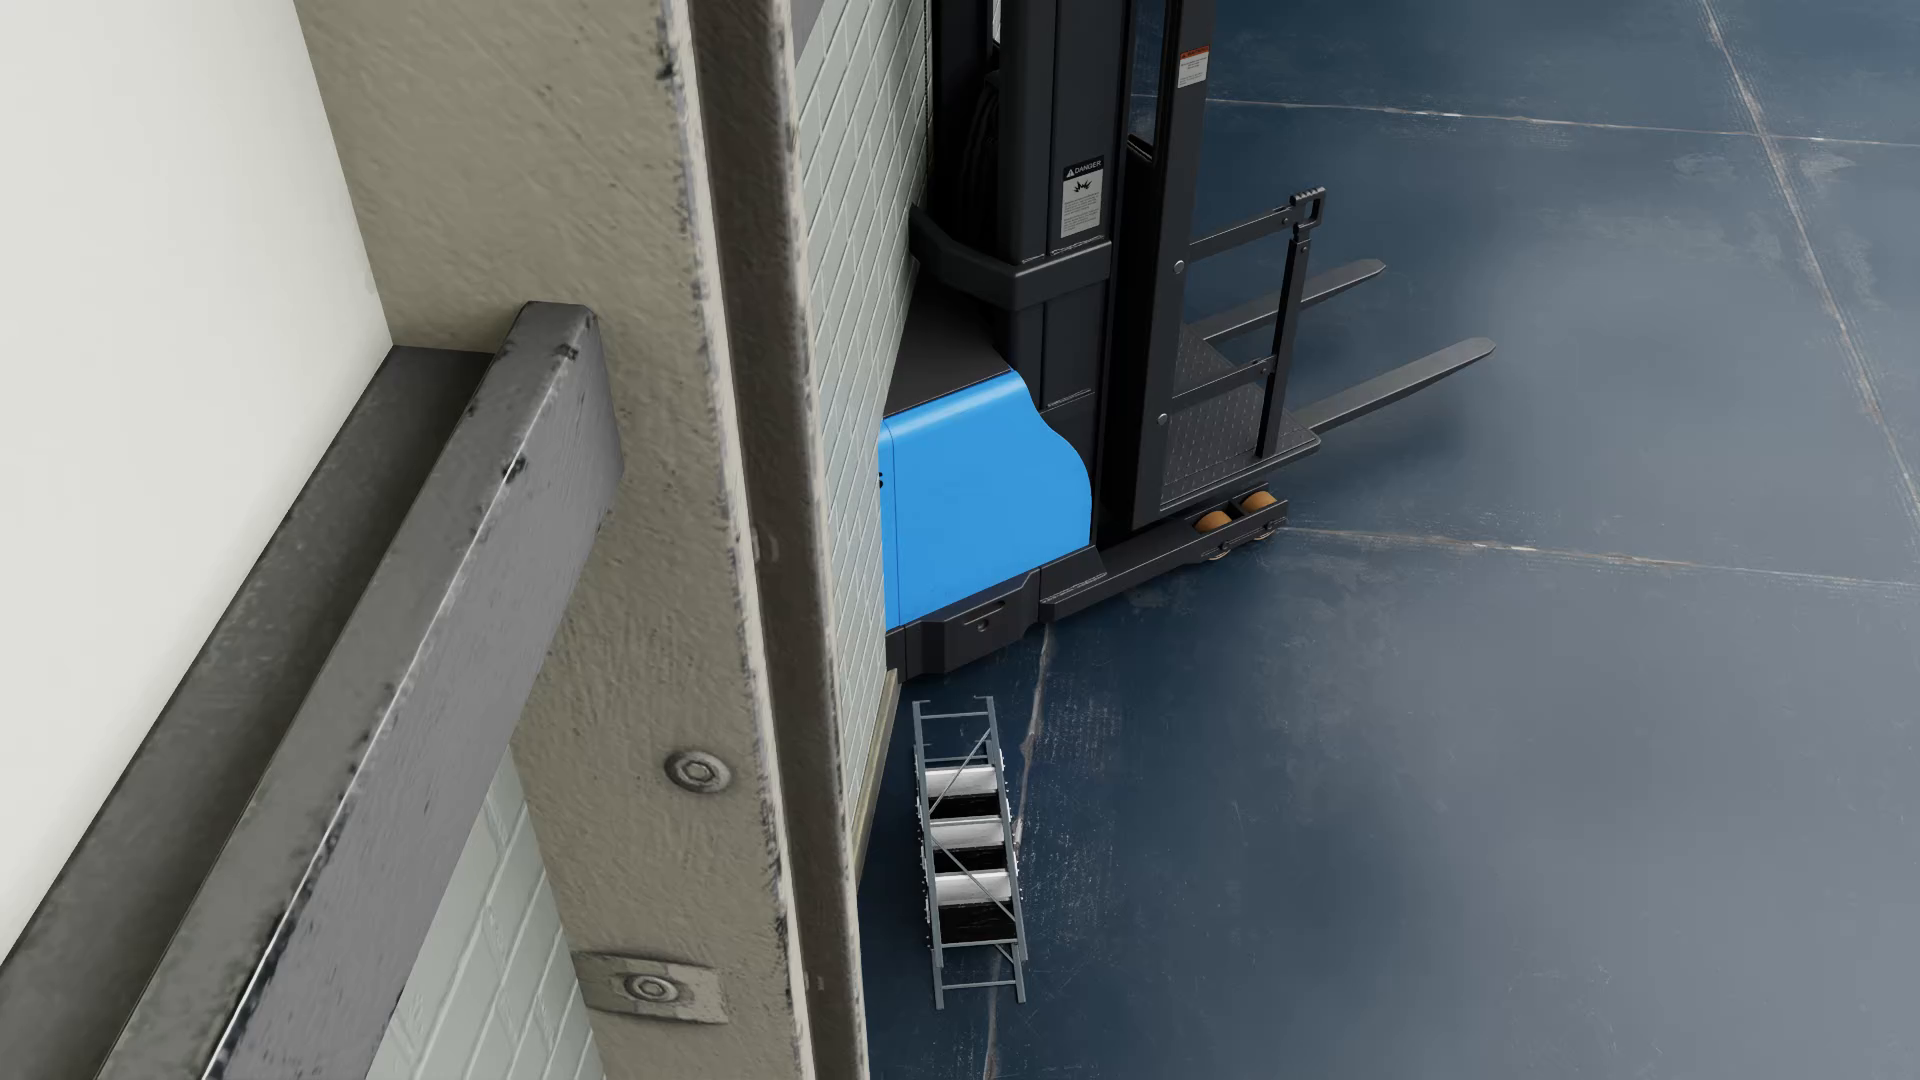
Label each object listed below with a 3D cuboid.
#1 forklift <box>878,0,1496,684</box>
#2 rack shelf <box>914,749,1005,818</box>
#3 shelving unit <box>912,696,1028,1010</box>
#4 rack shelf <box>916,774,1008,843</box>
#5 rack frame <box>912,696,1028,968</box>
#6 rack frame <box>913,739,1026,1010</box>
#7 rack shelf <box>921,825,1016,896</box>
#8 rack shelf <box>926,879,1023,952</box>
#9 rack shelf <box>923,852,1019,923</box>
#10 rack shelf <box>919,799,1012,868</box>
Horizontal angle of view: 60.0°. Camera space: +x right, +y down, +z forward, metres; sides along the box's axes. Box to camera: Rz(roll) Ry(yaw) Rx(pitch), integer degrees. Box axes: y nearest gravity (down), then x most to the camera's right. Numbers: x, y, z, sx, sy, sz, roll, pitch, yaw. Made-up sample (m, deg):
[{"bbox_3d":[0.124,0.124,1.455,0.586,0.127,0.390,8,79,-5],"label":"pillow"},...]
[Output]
[{"bbox_3d":[0.533,-1.286,4.976,3.031,2.935,1.130,-23,48,-22],"label":"forklift"},{"bbox_3d":[-0.002,0.710,4.839,0.258,0.200,0.077,-3,44,-4],"label":"rack shelf"},{"bbox_3d":[0.017,0.857,4.686,0.258,0.210,0.900,-3,44,-4],"label":"shelving unit"},{"bbox_3d":[0.006,0.772,4.775,0.258,0.200,0.077,-3,44,-4],"label":"rack shelf"},{"bbox_3d":[0.017,0.784,4.616,0.240,0.006,0.900,-3,44,-4],"label":"rack frame"},{"bbox_3d":[0.017,0.930,4.757,0.240,0.006,0.900,-3,44,-4],"label":"rack frame"},{"bbox_3d":[0.022,0.896,4.646,0.258,0.200,0.077,-3,44,-4],"label":"rack shelf"},{"bbox_3d":[0.038,1.021,4.517,0.258,0.200,0.077,-3,44,-4],"label":"rack shelf"},{"bbox_3d":[0.030,0.959,4.581,0.258,0.200,0.077,-3,44,-4],"label":"rack shelf"},{"bbox_3d":[0.014,0.834,4.710,0.258,0.200,0.077,-3,44,-4],"label":"rack shelf"}]
